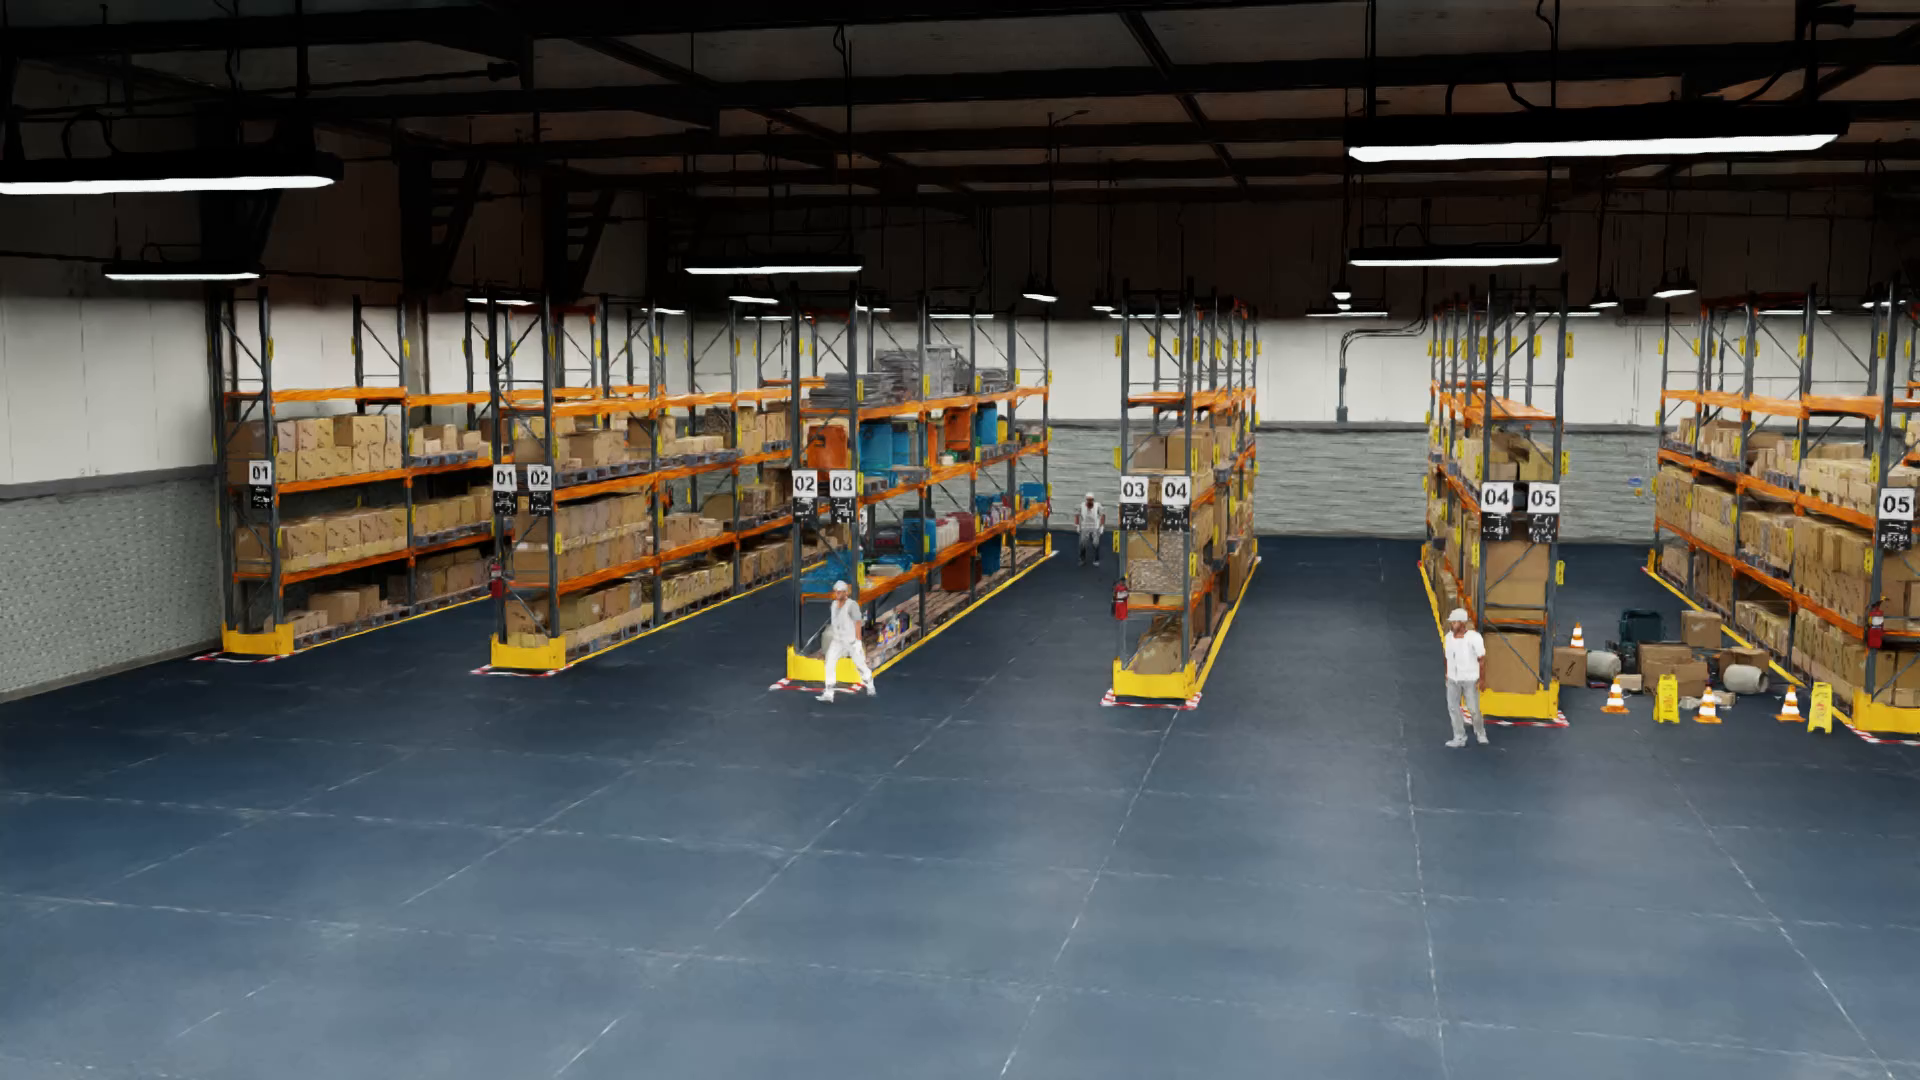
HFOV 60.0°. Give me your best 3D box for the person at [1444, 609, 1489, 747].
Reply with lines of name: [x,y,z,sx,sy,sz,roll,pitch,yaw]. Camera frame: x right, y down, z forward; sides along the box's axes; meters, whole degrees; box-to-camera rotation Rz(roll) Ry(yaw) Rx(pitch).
person: [6.394,1.731,21.009,0.576,1.752,0.607,-6,9,-40]

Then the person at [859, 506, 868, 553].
person: [-2.249,-0.137,37.679,0.463,1.625,0.989,1,7,12]

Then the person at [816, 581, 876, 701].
person: [-1.616,1.428,23.747,0.596,1.734,0.987,4,8,33]

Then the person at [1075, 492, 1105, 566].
person: [2.993,-0.257,38.378,0.702,1.735,0.549,1,7,11]
